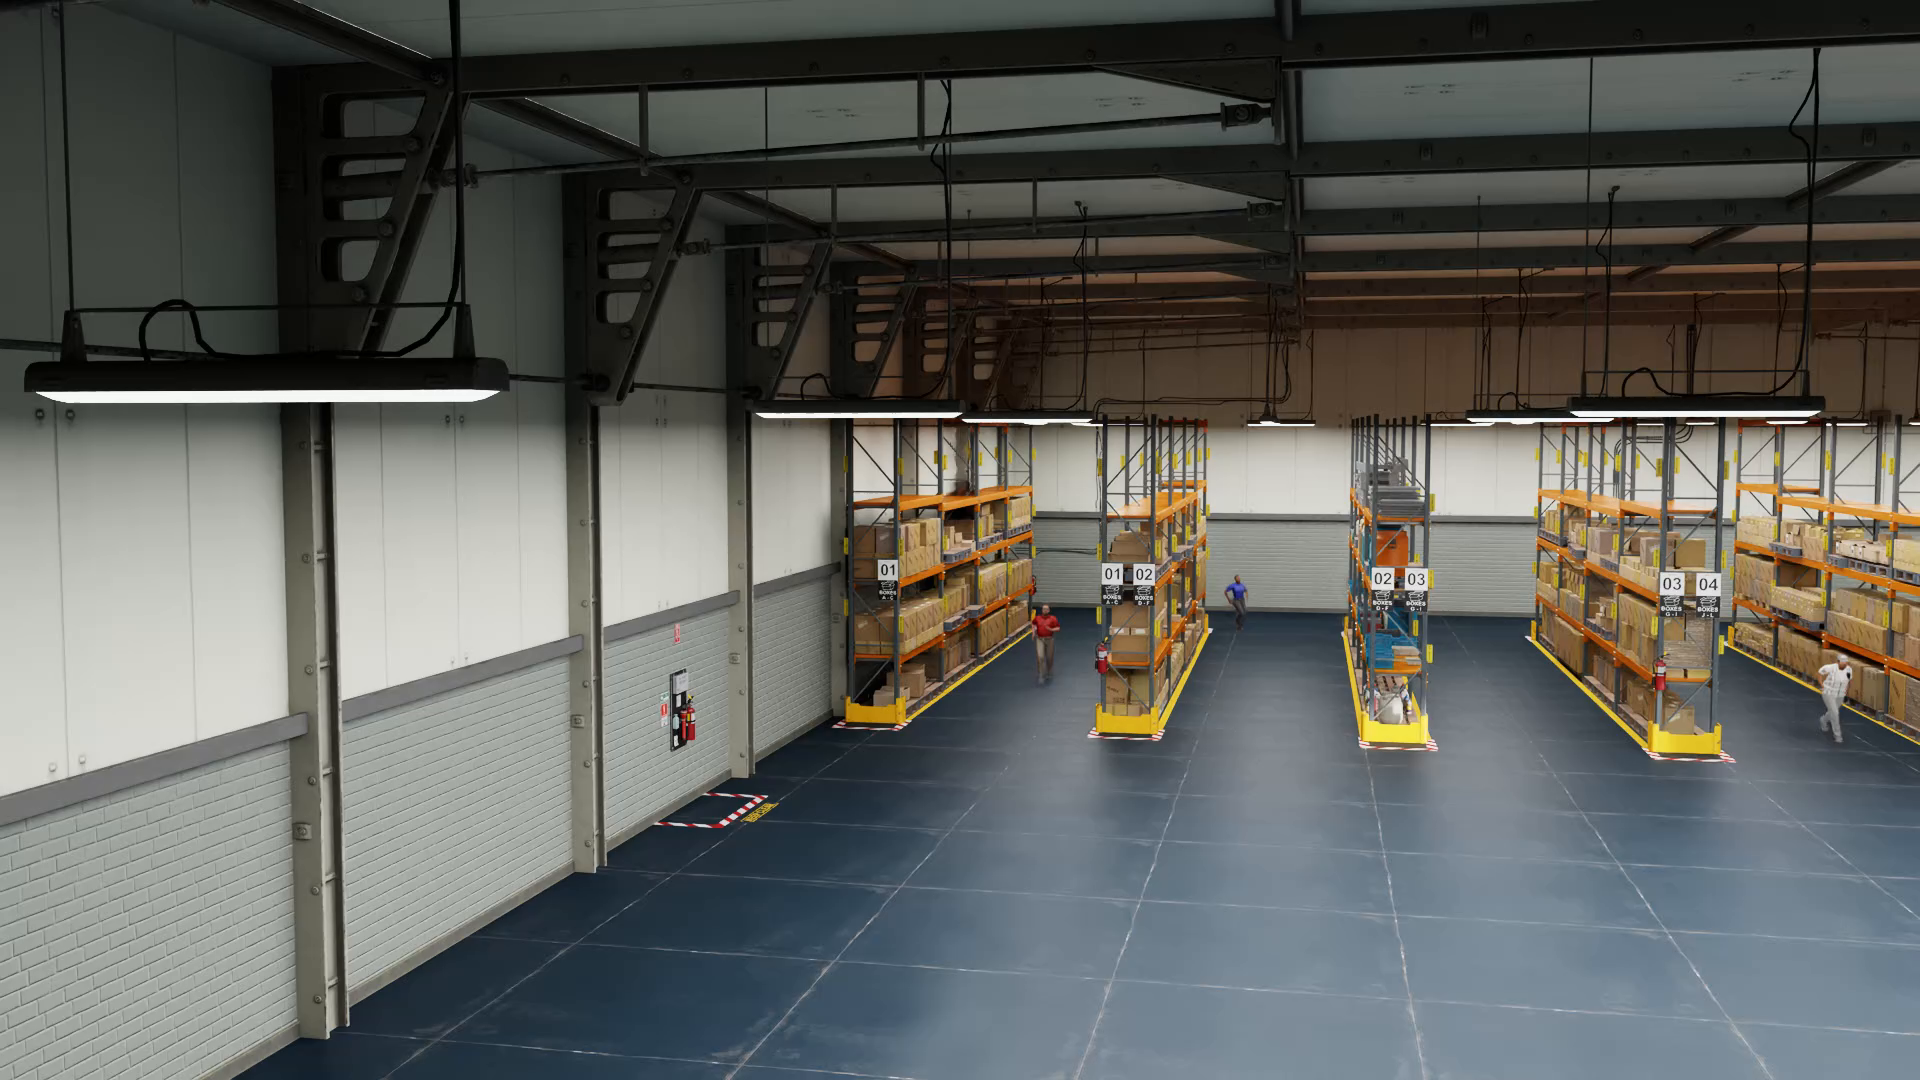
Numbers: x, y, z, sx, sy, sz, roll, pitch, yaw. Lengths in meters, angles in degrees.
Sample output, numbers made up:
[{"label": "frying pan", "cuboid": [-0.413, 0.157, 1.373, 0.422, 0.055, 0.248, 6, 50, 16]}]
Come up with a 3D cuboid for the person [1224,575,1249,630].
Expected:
[{"label": "person", "cuboid": [7.915, 1.781, 47.271, 0.675, 1.601, 0.554, -2, 4, -26]}]

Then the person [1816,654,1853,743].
[{"label": "person", "cuboid": [16.130, 2.903, 30.748, 0.618, 1.671, 0.941, 0, 4, 3]}]

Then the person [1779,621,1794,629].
[{"label": "person", "cuboid": [22.316, 1.906, 44.810, 0.543, 1.665, 0.597, 0, 4, 5]}]

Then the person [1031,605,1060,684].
[{"label": "person", "cuboid": [1.935, 2.335, 37.692, 0.656, 1.740, 0.954, 0, 4, 3]}]

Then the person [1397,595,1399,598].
[{"label": "person", "cuboid": [12.433, 1.678, 47.591, 0.966, 1.811, 0.727, 2, 4, 24]}]
